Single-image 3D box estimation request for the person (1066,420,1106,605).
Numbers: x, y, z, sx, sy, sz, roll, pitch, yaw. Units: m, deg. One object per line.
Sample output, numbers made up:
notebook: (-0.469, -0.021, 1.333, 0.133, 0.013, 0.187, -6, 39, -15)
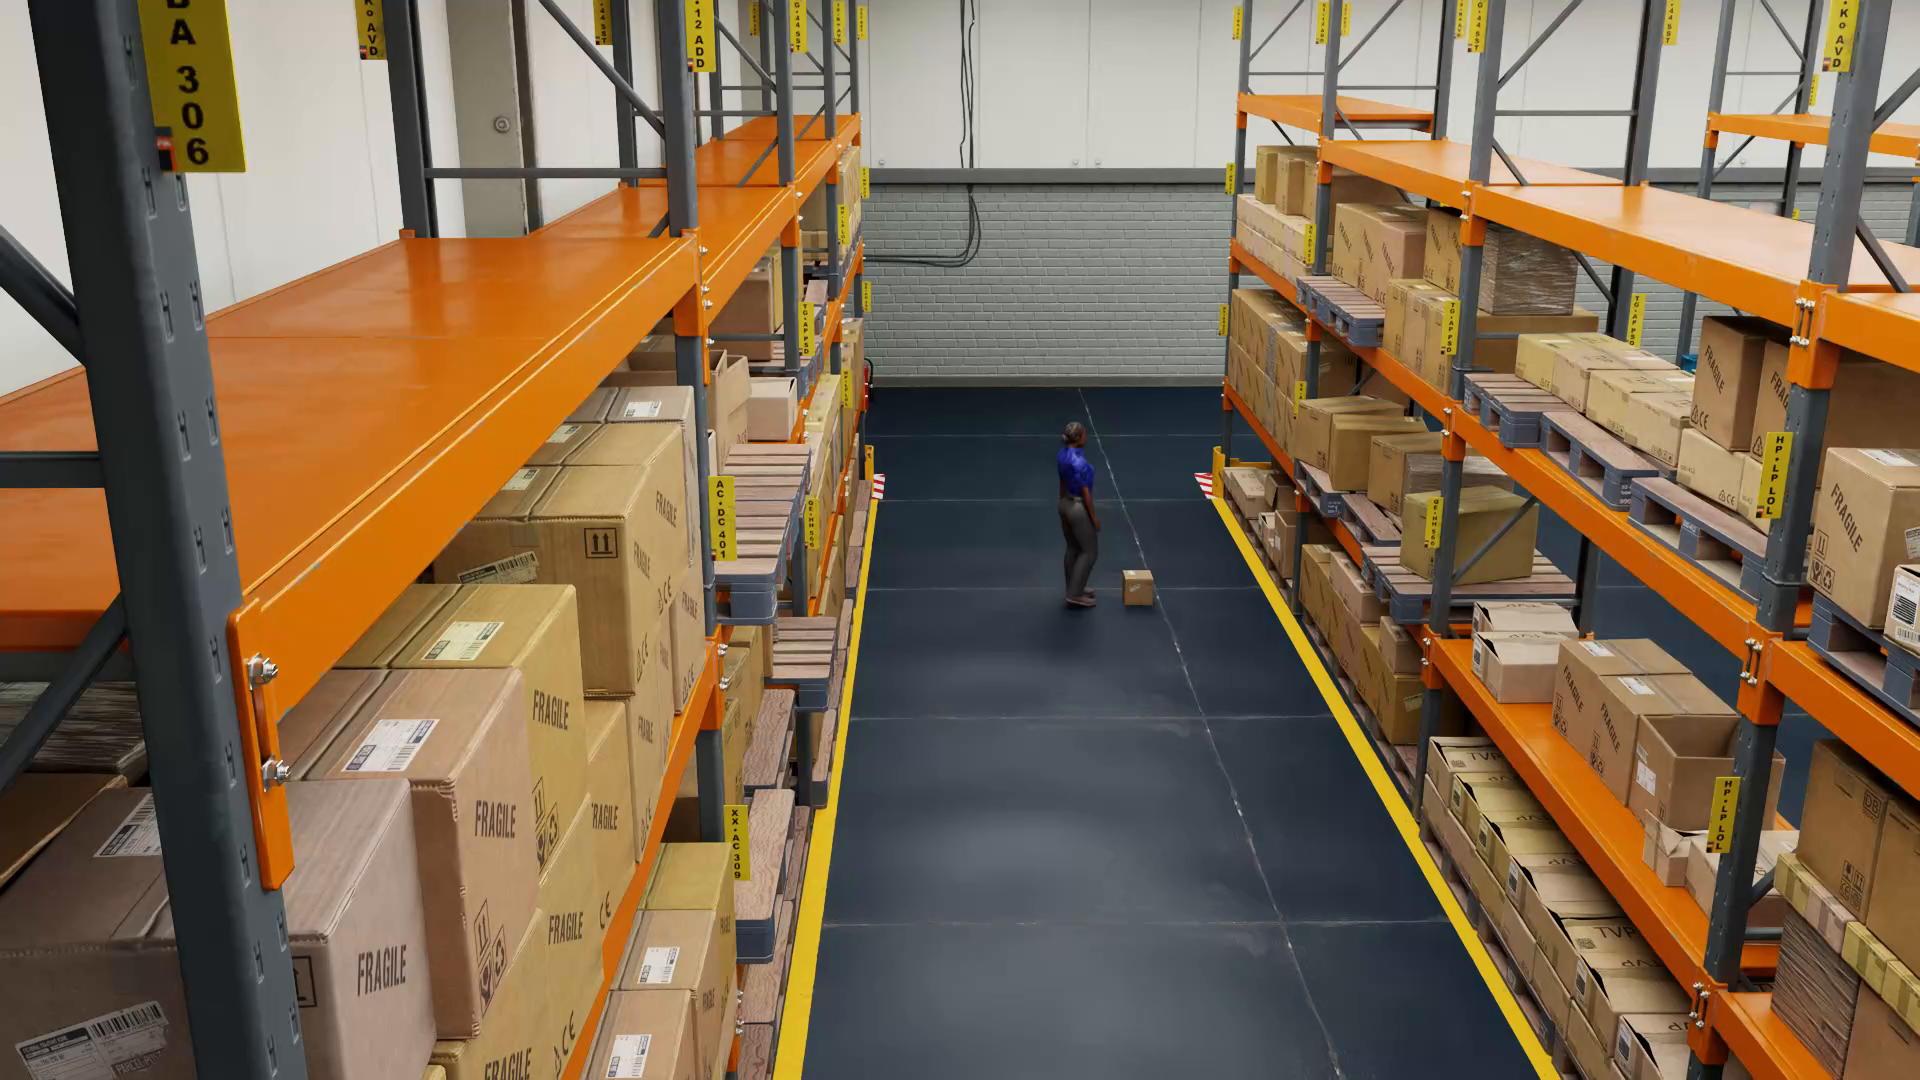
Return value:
person: (1.119, -0.261, 14.842, 0.370, 1.662, 0.464, -3, 17, -8)
